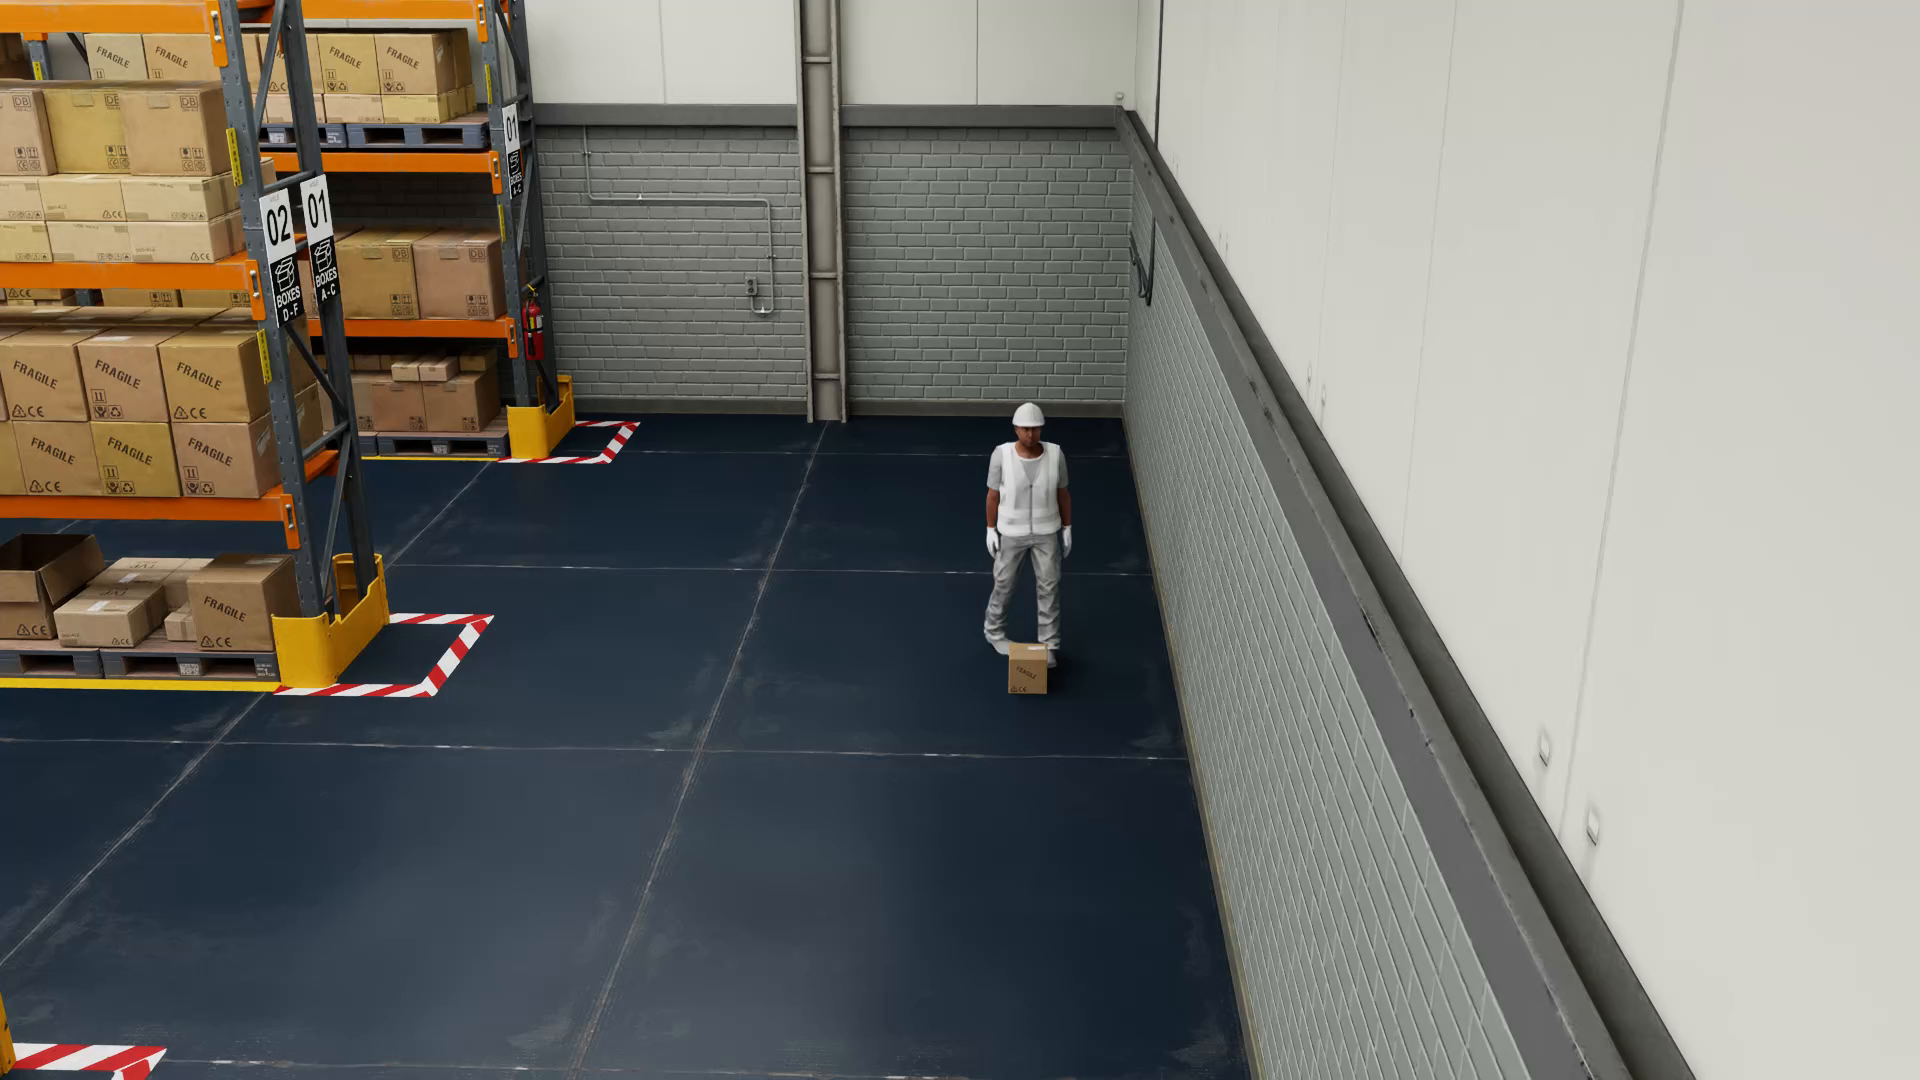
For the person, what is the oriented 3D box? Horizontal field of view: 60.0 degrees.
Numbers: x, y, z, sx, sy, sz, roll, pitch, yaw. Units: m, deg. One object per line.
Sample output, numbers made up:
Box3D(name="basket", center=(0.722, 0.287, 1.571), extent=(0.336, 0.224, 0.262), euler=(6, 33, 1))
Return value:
Box3D(name="person", center=(0.471, -0.029, 11.116), extent=(0.576, 1.788, 0.562), euler=(-2, 21, -4))
